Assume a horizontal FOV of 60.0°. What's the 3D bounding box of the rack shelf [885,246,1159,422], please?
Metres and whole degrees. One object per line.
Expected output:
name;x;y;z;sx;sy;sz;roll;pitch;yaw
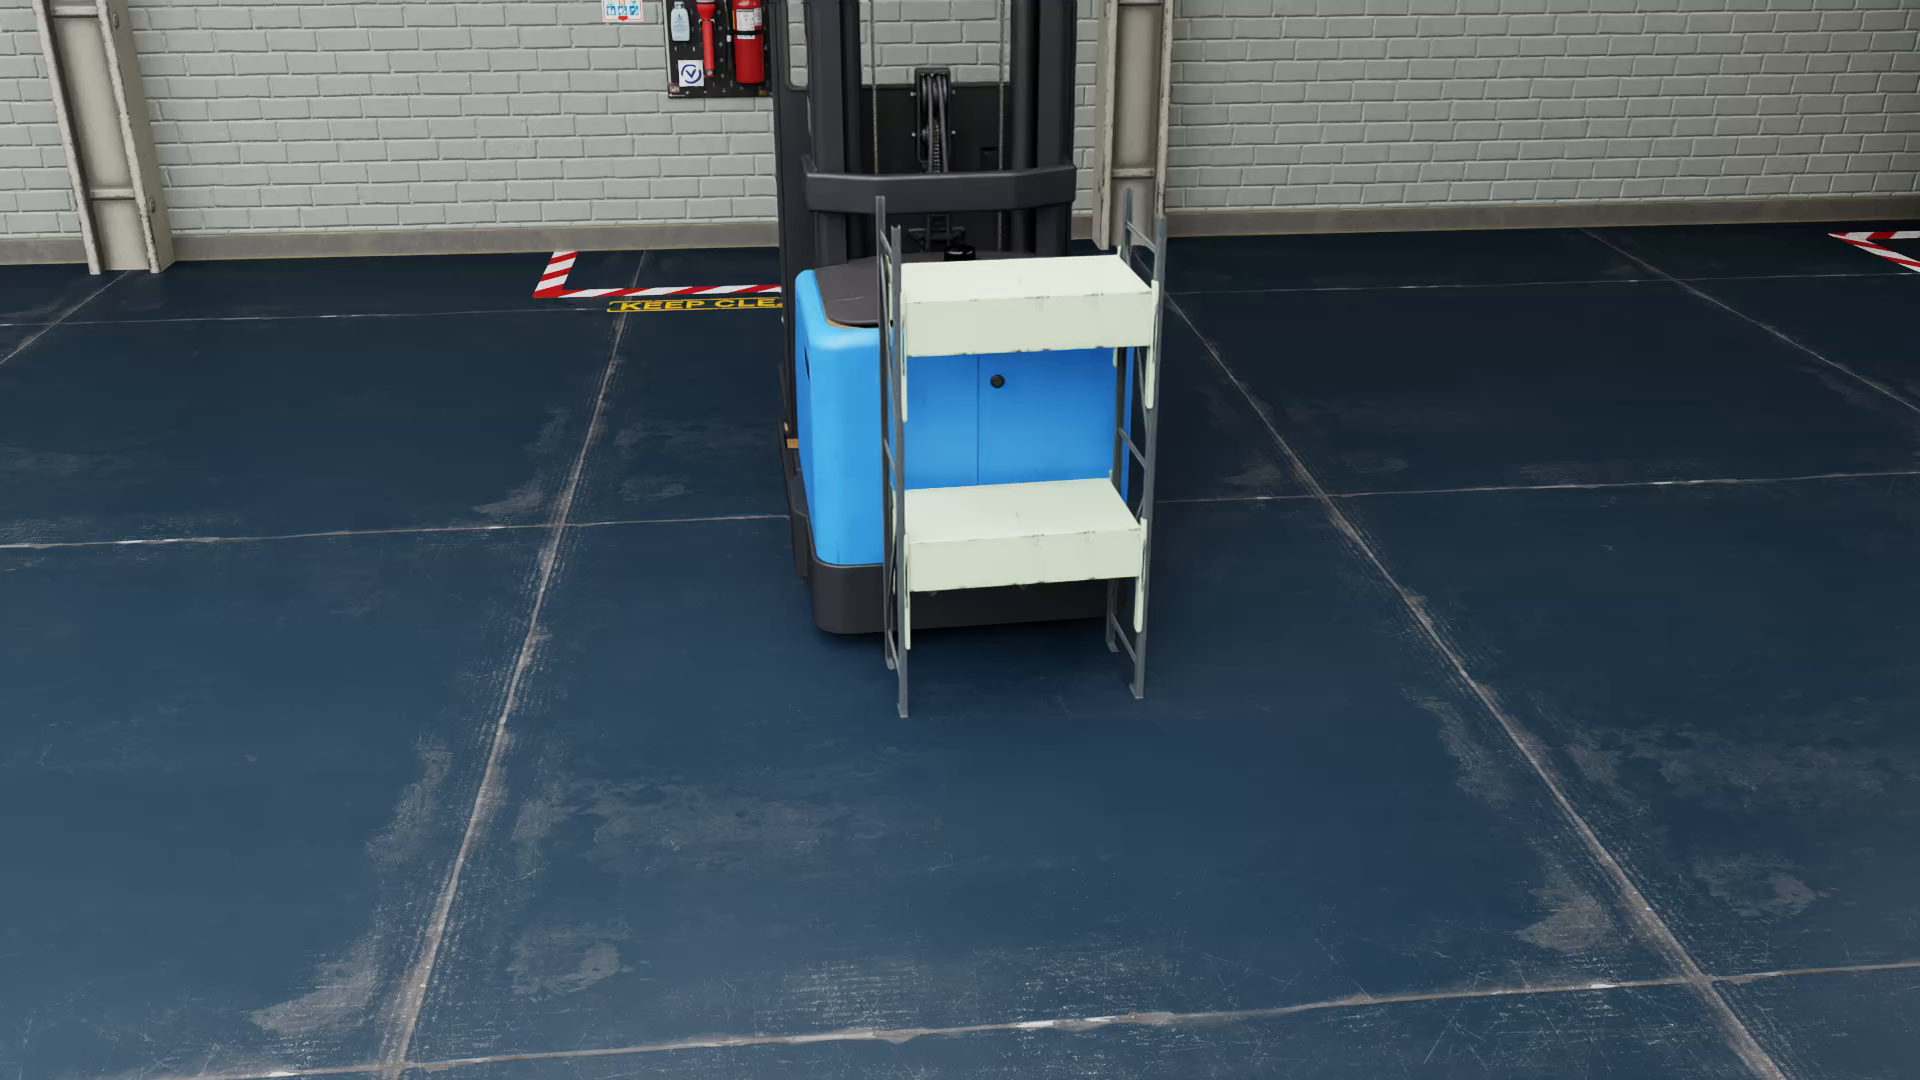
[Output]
rack shelf;0.162;-0.604;4.801;0.720;0.370;0.431;-4;24;-8

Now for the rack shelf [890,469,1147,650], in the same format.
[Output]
rack shelf;0.162;0.051;5.092;0.720;0.370;0.431;-4;24;-8

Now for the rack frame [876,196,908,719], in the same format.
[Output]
rack frame;-0.199;-0.223;4.906;0.023;1.500;0.400;-4;24;-8

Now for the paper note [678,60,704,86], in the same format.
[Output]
paper note;-1.599;-2.774;9.883;0.142;0.148;0.016;-2;24;-5

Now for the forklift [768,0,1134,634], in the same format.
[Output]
forklift;-0.166;-1.602;6.245;1.130;2.935;3.031;-3;24;-8

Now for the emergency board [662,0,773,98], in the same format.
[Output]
emergency board;-1.416;-3.156;9.658;0.643;1.169;0.194;-2;24;-5

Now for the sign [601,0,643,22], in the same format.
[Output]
sign;-1.976;-3.192;9.695;0.234;0.329;0.001;-2;24;-5

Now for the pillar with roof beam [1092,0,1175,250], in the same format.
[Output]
pillar with roof beam;1.470;-4.241;4.712;0.400;9.000;9.100;-2;24;-5

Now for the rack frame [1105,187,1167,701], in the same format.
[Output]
rack frame;0.523;-0.271;5.012;0.023;1.500;0.400;-4;24;-8

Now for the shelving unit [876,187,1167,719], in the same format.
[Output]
shelving unit;0.162;-0.247;4.959;0.755;1.500;0.431;-4;24;-8

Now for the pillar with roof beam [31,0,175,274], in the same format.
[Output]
pillar with roof beam;-4.501;-4.001;4.173;0.400;9.000;9.100;-2;24;-5
